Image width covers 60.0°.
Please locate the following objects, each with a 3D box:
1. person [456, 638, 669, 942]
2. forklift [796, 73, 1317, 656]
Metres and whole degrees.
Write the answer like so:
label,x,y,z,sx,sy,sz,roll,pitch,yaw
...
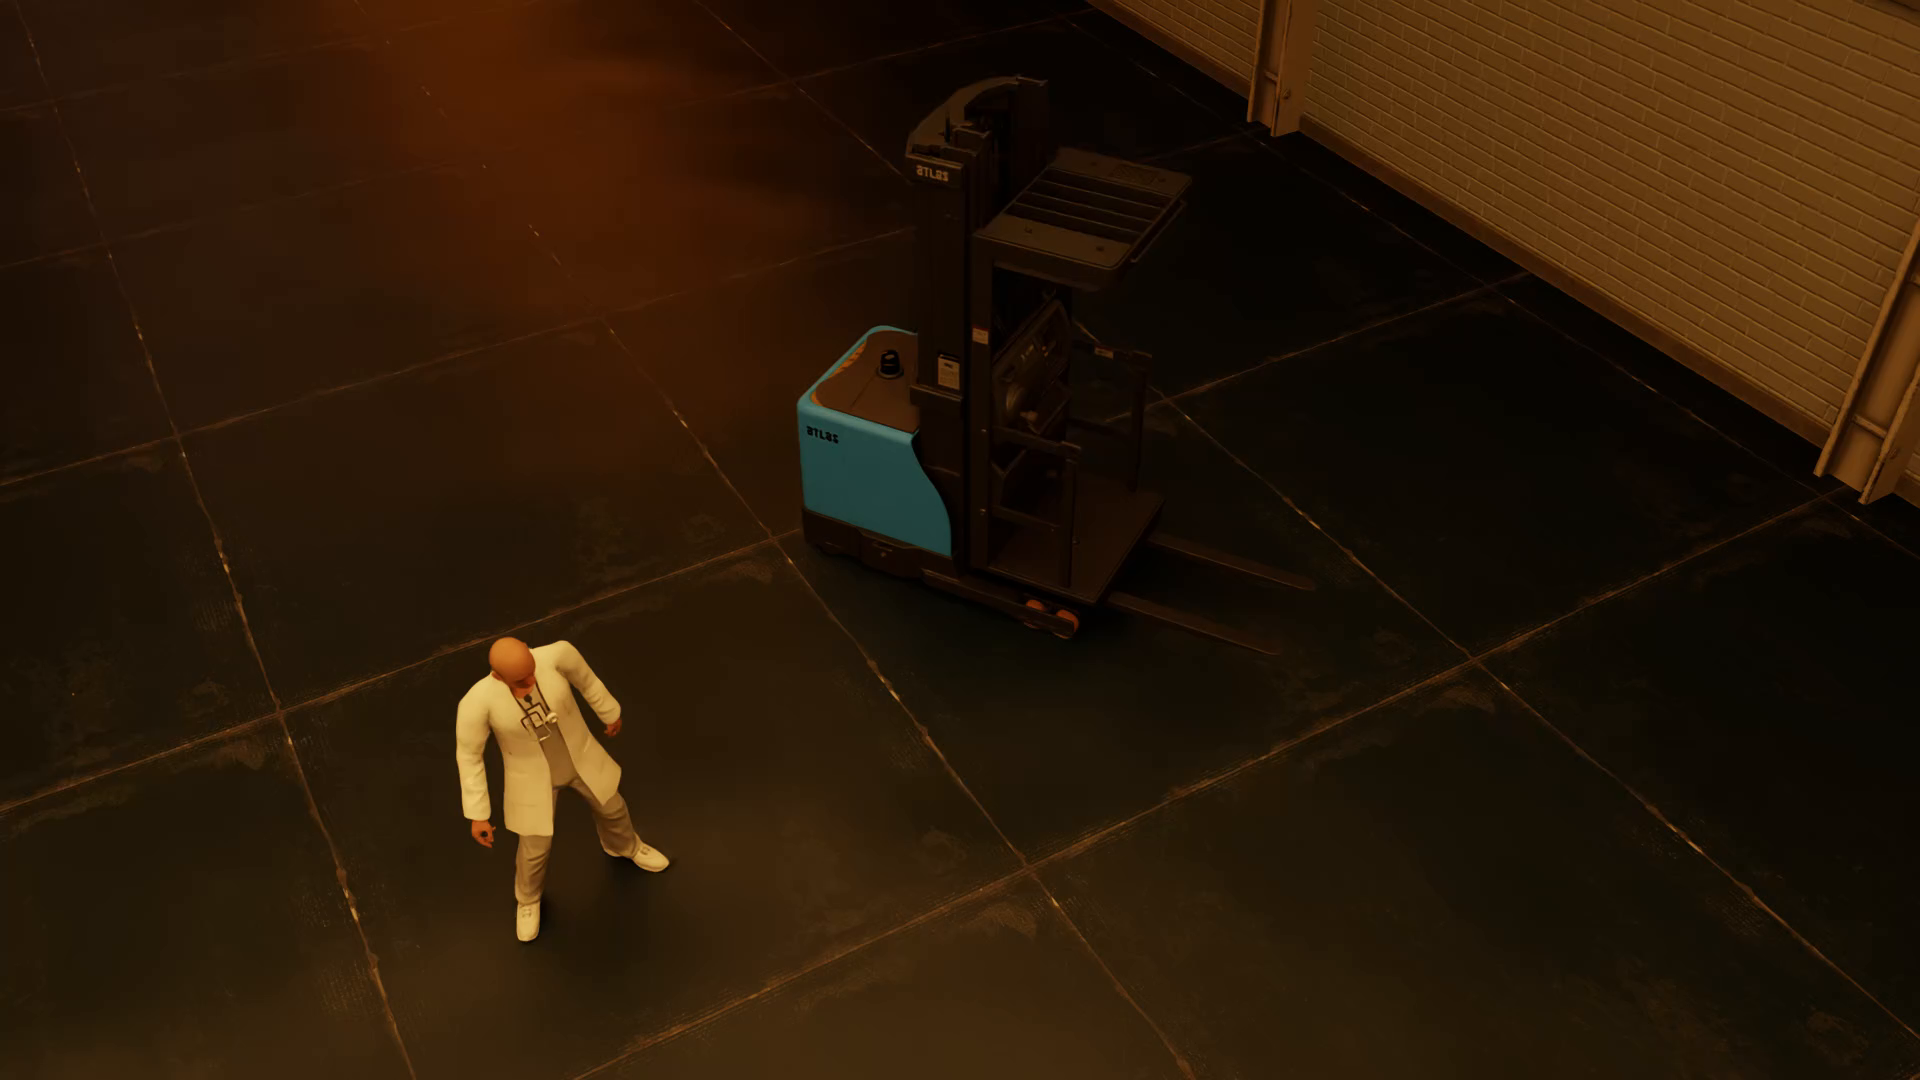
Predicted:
label,x,y,z,sx,sy,sz,roll,pitch,yaw
person,-1.893,1.065,7.685,0.891,1.747,0.370,-26,46,-28
forklift,0.581,-0.946,9.177,3.031,2.935,1.130,18,43,21
